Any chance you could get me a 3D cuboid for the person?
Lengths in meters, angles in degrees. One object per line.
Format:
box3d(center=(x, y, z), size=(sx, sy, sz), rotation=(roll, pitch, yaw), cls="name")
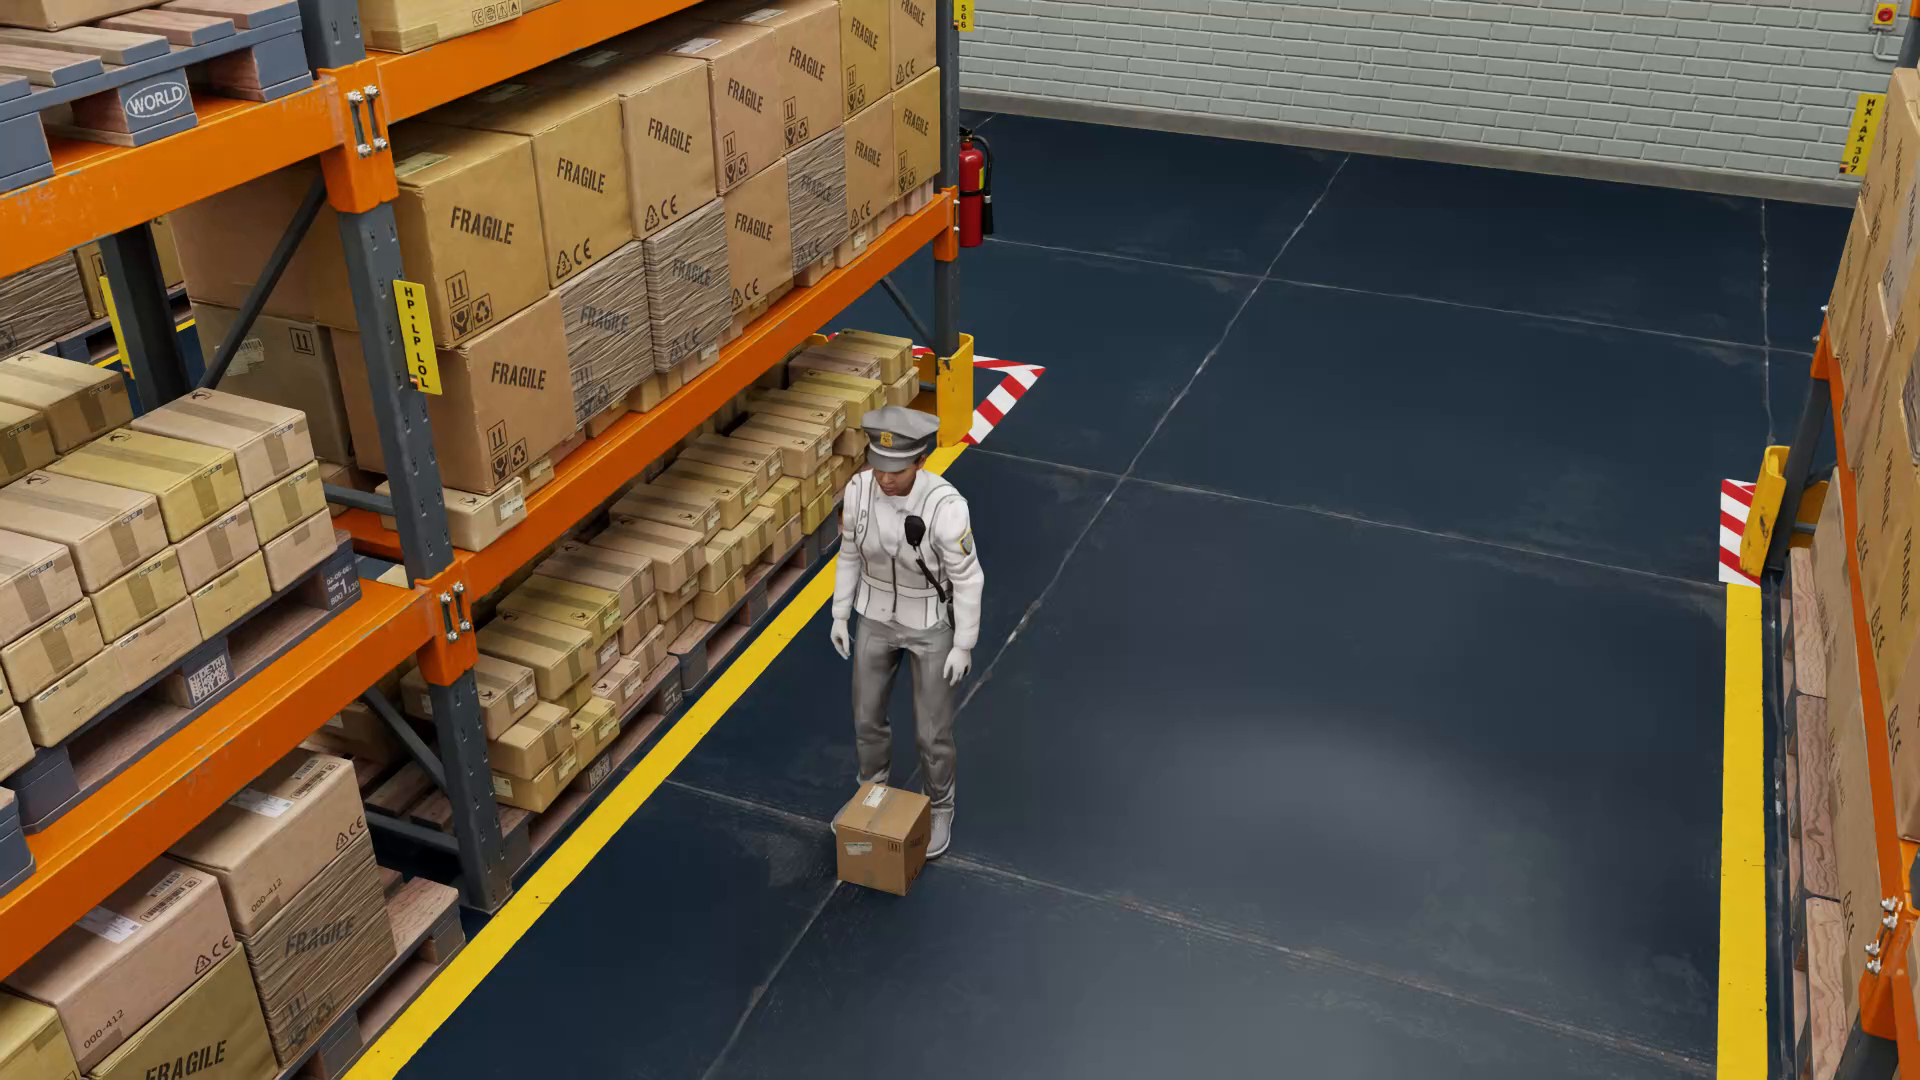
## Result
box3d(center=(-0.183, 0.305, 5.592), size=(0.529, 1.663, 0.371), rotation=(12, 32, 19), cls="person")
